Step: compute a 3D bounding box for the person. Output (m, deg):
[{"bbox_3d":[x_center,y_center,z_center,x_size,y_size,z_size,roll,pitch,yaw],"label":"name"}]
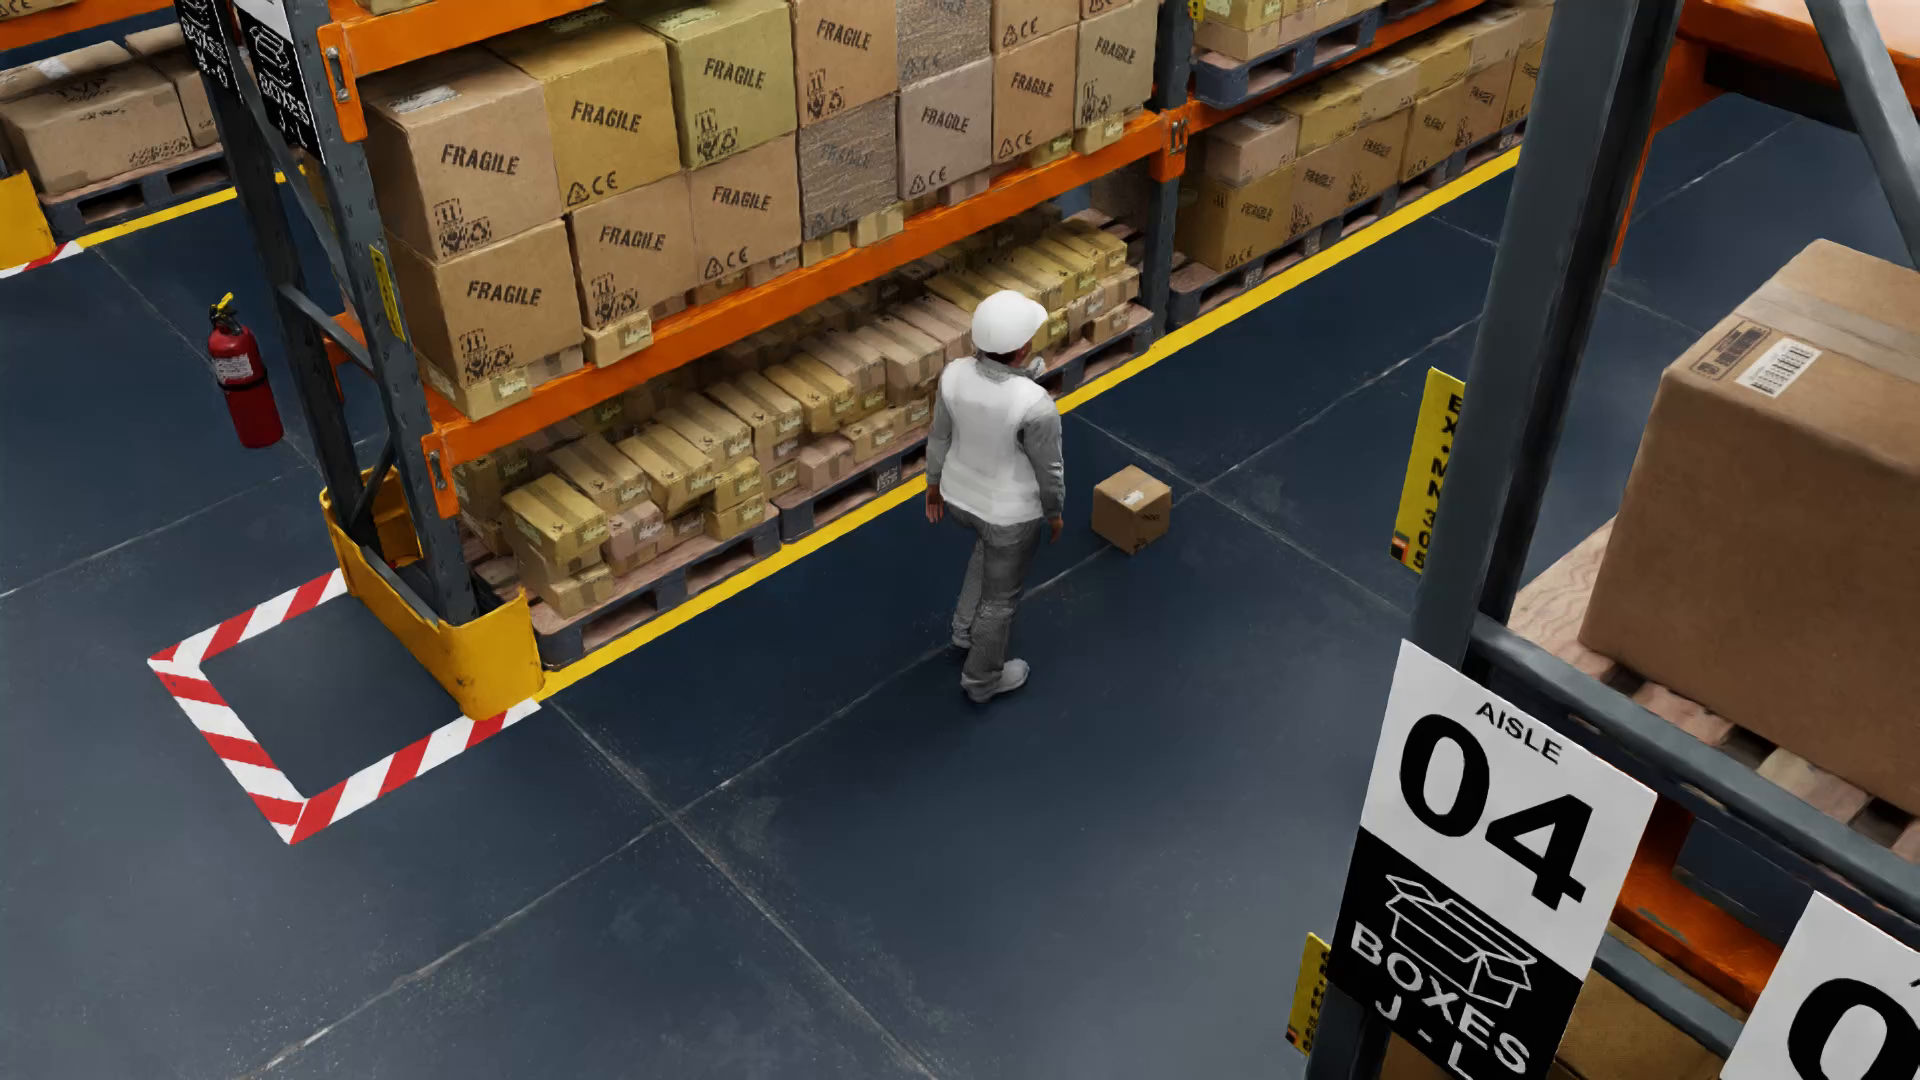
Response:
[{"bbox_3d":[0.153,-0.167,6.310,0.552,1.764,0.521,29,48,31],"label":"person"}]
